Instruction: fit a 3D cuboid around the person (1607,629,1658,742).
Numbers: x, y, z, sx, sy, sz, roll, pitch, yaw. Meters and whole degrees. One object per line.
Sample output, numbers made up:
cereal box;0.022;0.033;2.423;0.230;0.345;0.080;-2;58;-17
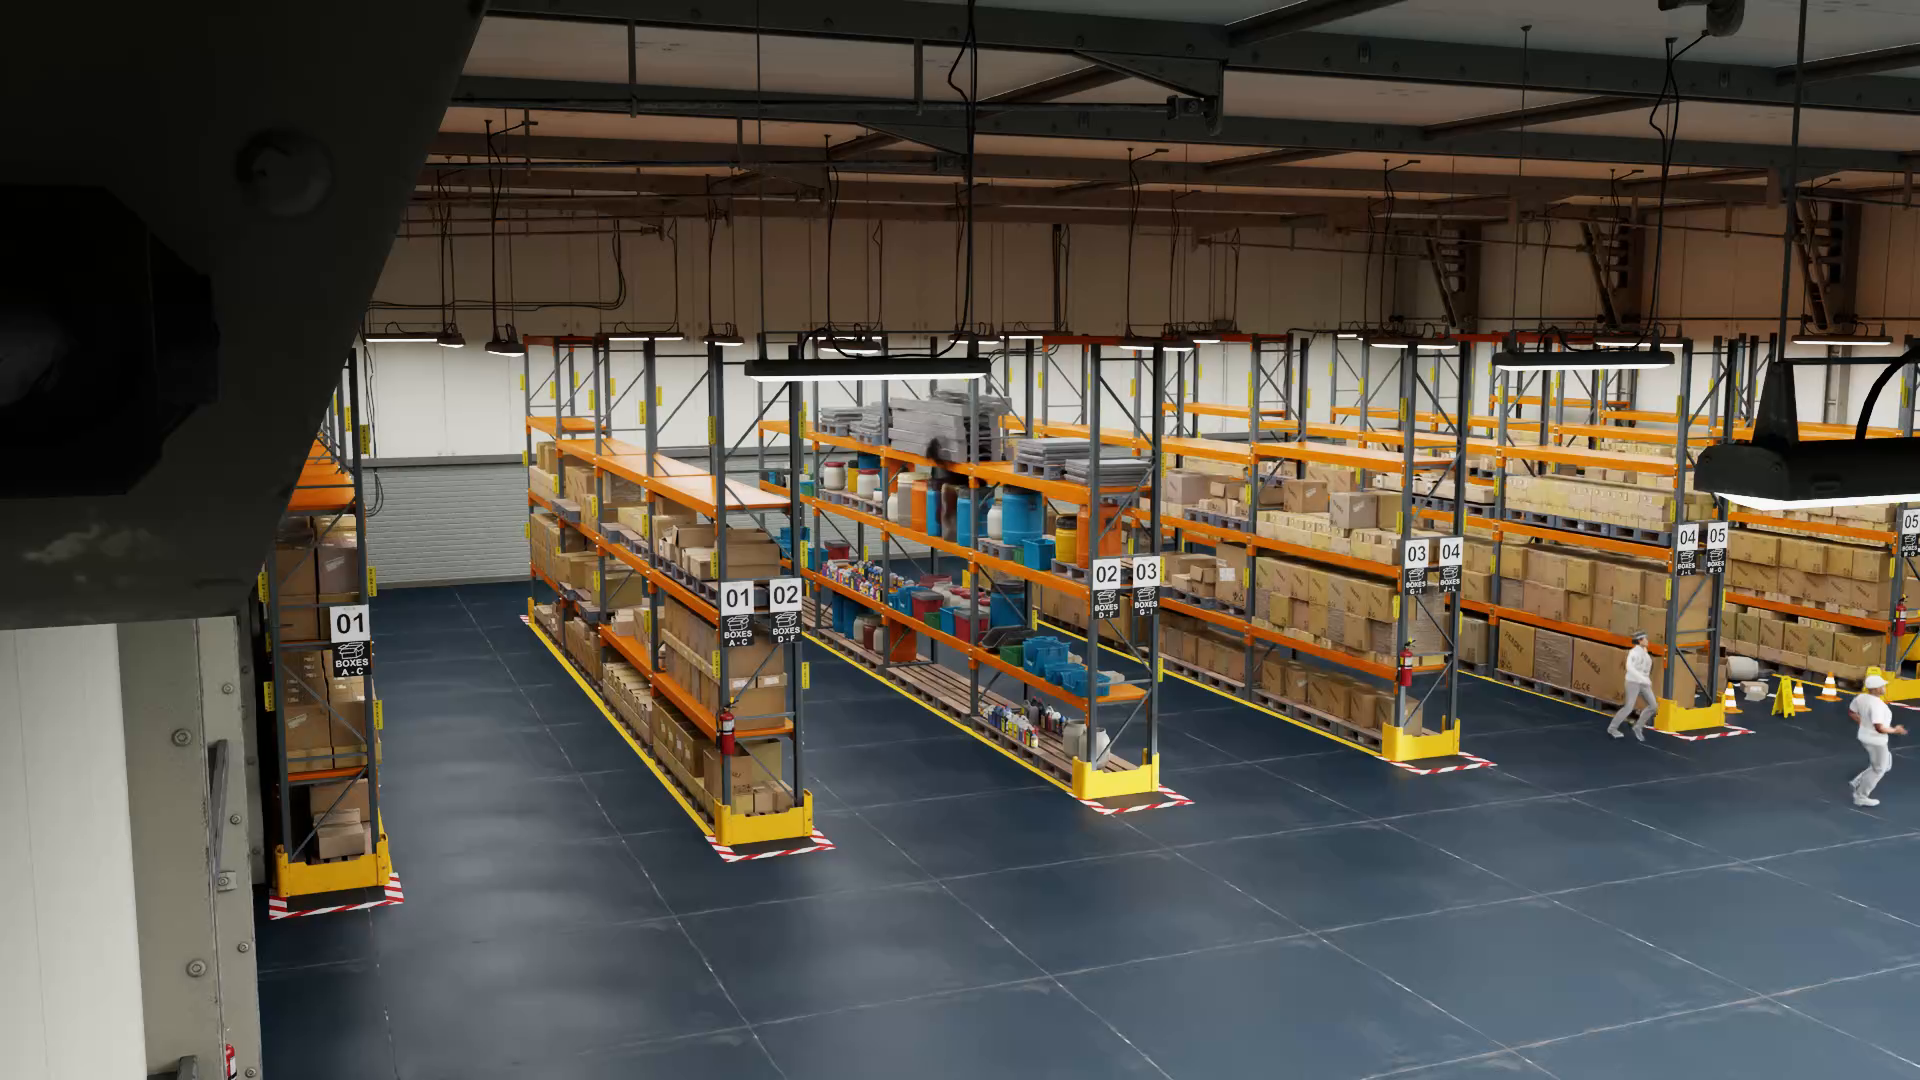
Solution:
person;10.244;2.183;25.152;0.675;1.683;0.644;-7;10;-41

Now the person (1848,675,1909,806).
person;11.936;2.599;21.618;0.589;1.721;0.687;1;8;11
